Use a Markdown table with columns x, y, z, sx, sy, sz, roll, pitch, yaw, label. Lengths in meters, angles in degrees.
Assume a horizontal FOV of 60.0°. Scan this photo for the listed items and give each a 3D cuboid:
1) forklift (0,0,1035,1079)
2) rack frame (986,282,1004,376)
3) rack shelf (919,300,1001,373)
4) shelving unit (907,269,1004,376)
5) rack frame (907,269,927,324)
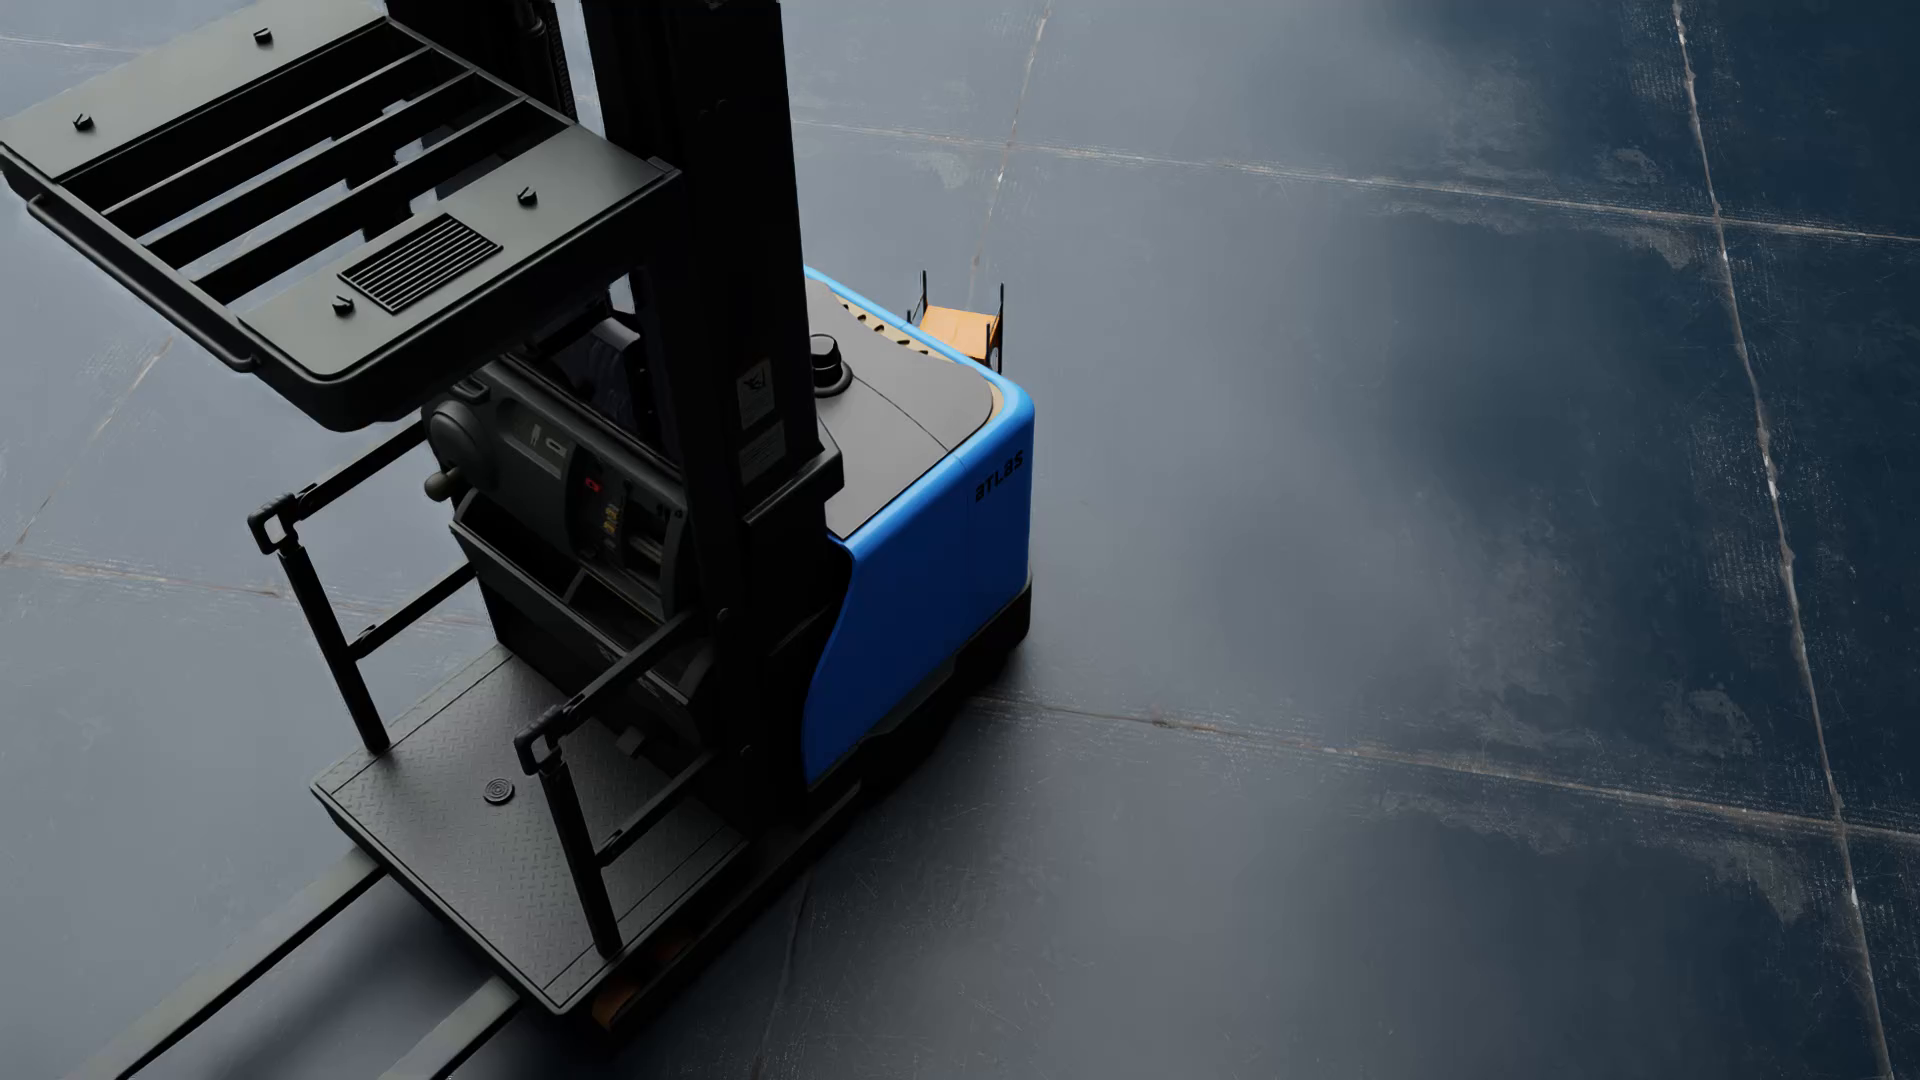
| x | y | z | sx | sy | sz | roll | pitch | yaw | label |
| --- | --- | --- | --- | --- | --- | --- | --- | --- | --- |
| -1.111 | -0.067 | 3.839 | 1.130 | 2.935 | 3.031 | 32 | 56 | 26 | forklift |
| 0.106 | -0.359 | 5.367 | 0.008 | 1.050 | 0.200 | 11 | 49 | 9 | rack frame |
| -0.012 | -0.564 | 5.184 | 0.240 | 0.259 | 0.215 | 11 | 49 | 9 | rack shelf |
| -0.012 | -0.382 | 5.387 | 0.252 | 1.050 | 0.215 | 11 | 49 | 9 | shelving unit |
| -0.131 | -0.404 | 5.407 | 0.008 | 1.050 | 0.200 | 11 | 49 | 9 | rack frame |
